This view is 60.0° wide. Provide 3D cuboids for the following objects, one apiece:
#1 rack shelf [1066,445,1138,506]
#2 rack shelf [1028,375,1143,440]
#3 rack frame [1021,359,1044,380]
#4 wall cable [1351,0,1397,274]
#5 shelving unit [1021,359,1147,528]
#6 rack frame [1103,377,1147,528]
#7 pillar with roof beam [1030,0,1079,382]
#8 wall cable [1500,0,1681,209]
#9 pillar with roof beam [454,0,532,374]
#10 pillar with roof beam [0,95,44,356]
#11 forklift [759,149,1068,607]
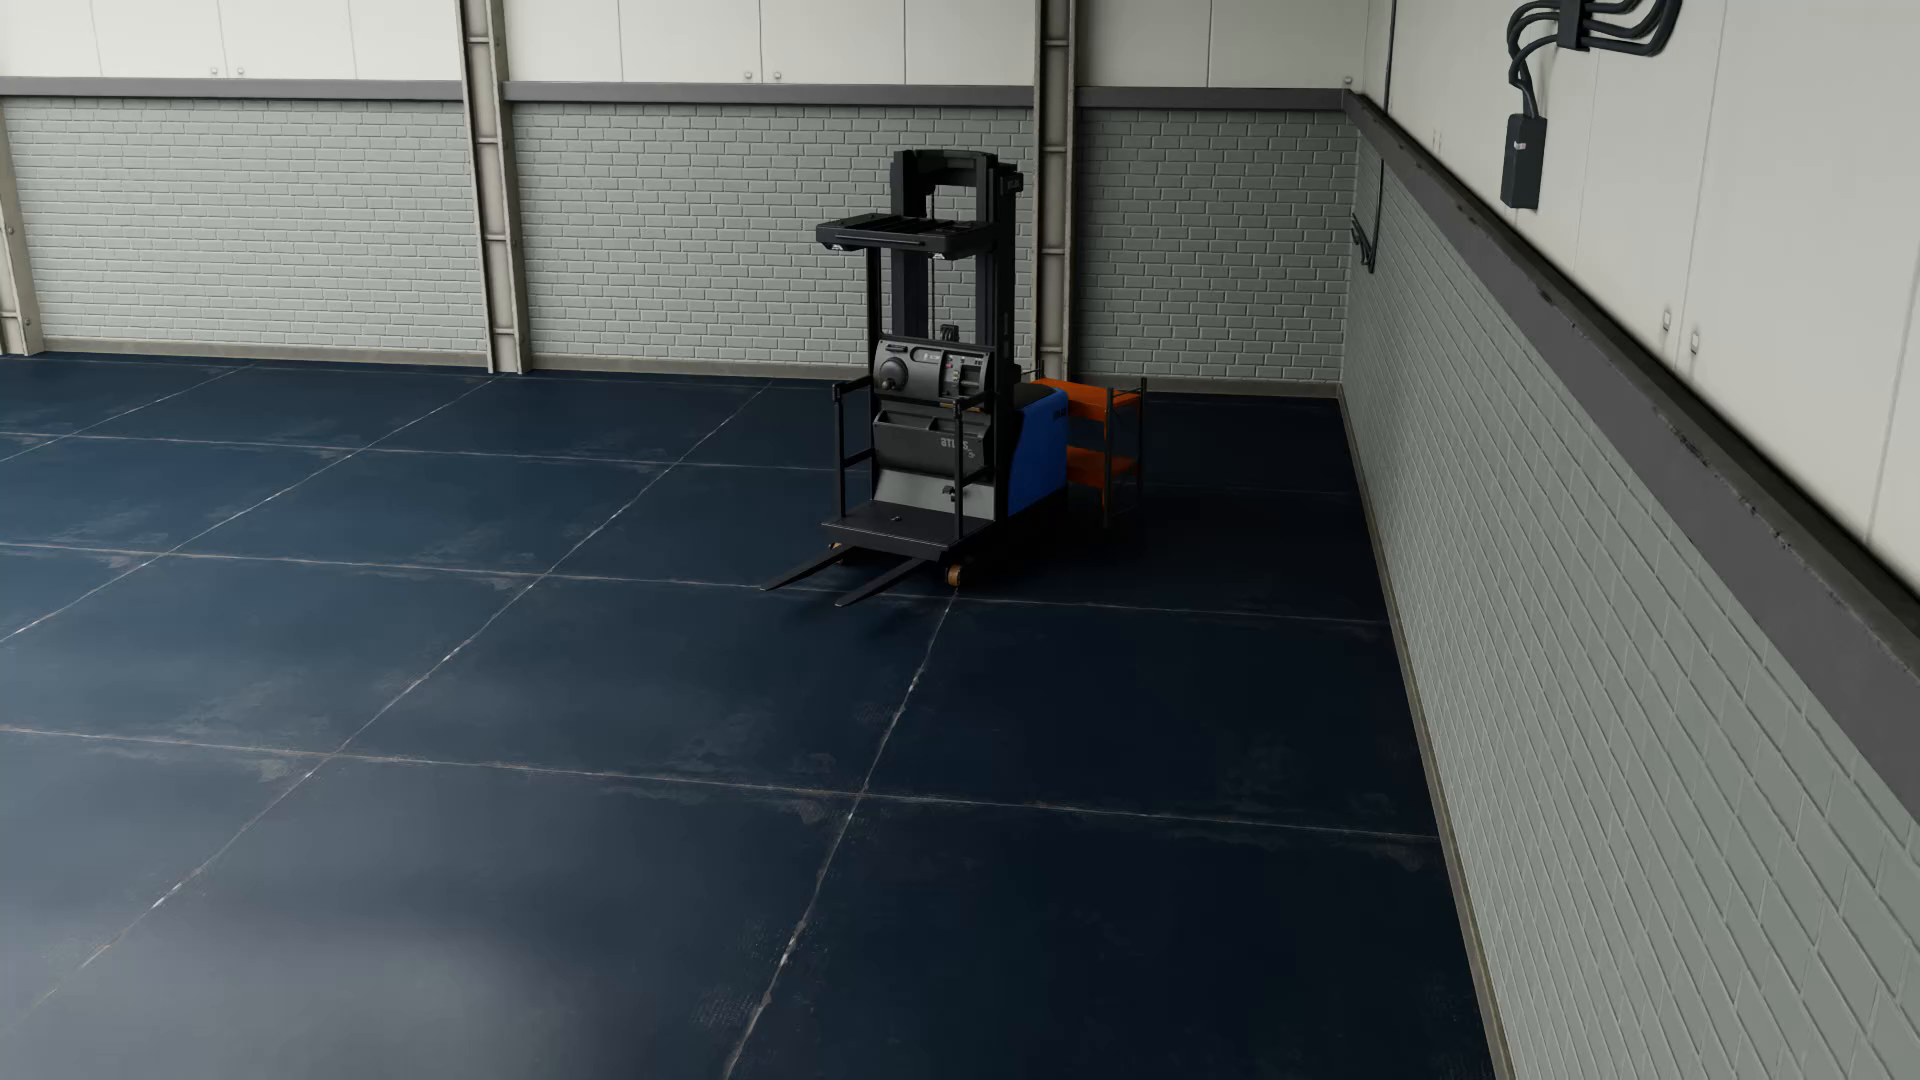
[{"bbox_3d":[0.911,-0.561,13.477,1.000,0.278,0.538,15,24,38],"label":"rack shelf"},{"bbox_3d":[0.911,-1.070,13.306,1.000,0.278,0.538,15,24,38],"label":"rack shelf"},{"bbox_3d":[0.523,-0.897,13.710,0.032,1.125,0.500,15,24,38],"label":"rack frame"},{"bbox_3d":[3.651,-3.808,14.896,0.112,2.526,3.097,3,19,9],"label":"wall cable"},{"bbox_3d":[0.911,-0.793,13.399,1.048,1.125,0.538,15,24,38],"label":"shelving unit"},{"bbox_3d":[1.300,-0.689,13.088,0.032,1.125,0.500,15,24,38],"label":"rack frame"},{"bbox_3d":[0.269,-4.494,12.053,0.400,9.000,9.100,3,19,9],"label":"pillar with roof beam"},{"bbox_3d":[2.129,-3.920,4.977,0.169,6.003,2.305,3,19,9],"label":"wall cable"},{"bbox_3d":[-5.655,-4.796,12.956,0.400,9.000,9.100,3,19,9],"label":"pillar with roof beam"},{"bbox_3d":[-11.579,-5.098,13.858,0.400,9.000,9.100,3,19,9],"label":"pillar with roof beam"},{"bbox_3d":[-0.309,-1.217,11.822,1.130,2.935,3.031,10,21,28],"label":"forklift"}]
